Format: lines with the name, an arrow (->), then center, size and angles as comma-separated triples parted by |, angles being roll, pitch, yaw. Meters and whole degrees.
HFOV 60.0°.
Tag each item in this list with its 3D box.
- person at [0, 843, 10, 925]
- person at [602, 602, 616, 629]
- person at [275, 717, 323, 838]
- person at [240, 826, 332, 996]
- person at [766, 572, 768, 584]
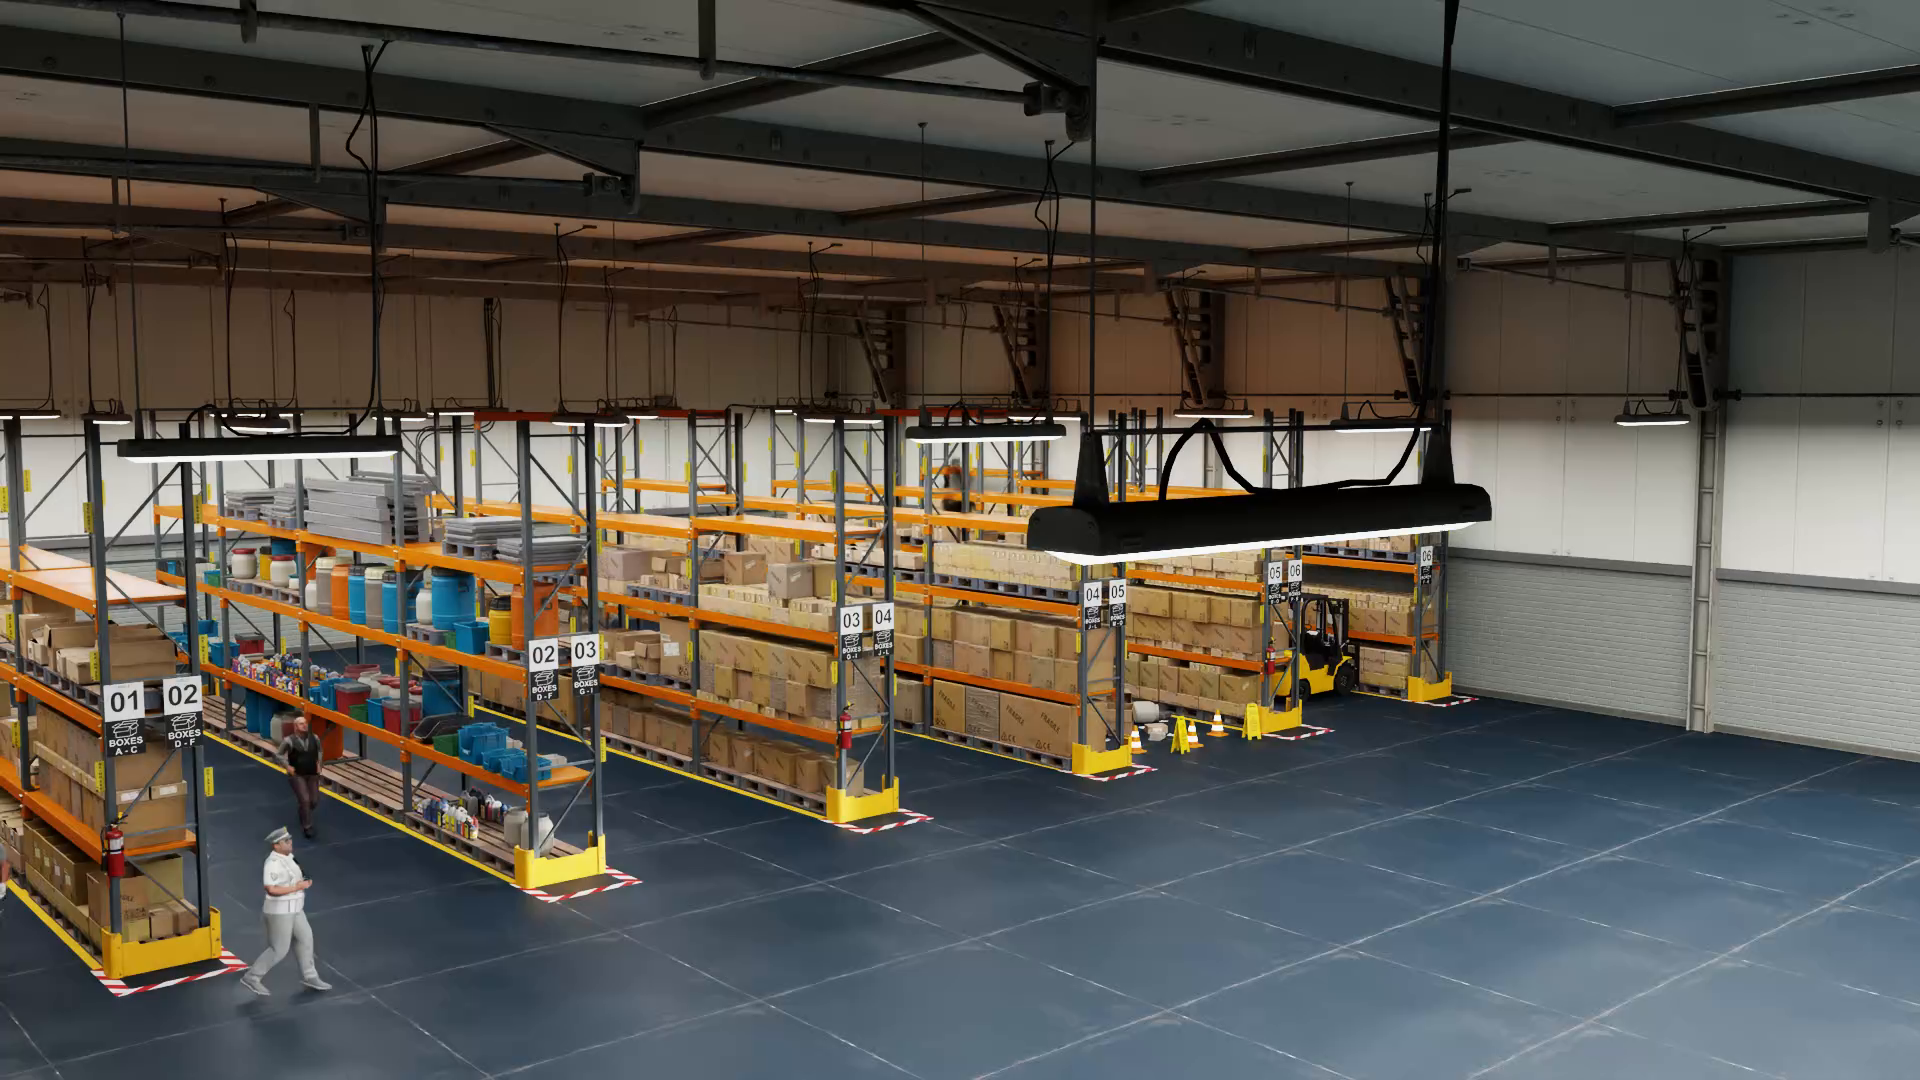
person -> -10.704, 3.876, 18.100 | 0.681, 1.764, 0.777 | -5, 7, -45
person -> -8.805, 1.894, 41.284 | 0.782, 1.604, 0.826 | -3, 6, -28
person -> -9.483, 3.387, 23.938 | 0.670, 1.704, 0.687 | -5, 7, -44
person -> -7.099, 3.906, 17.446 | 0.862, 1.819, 0.664 | -1, 5, -6
person -> -5.054, 1.610, 44.666 | 0.703, 1.598, 0.785 | -2, 5, -23
